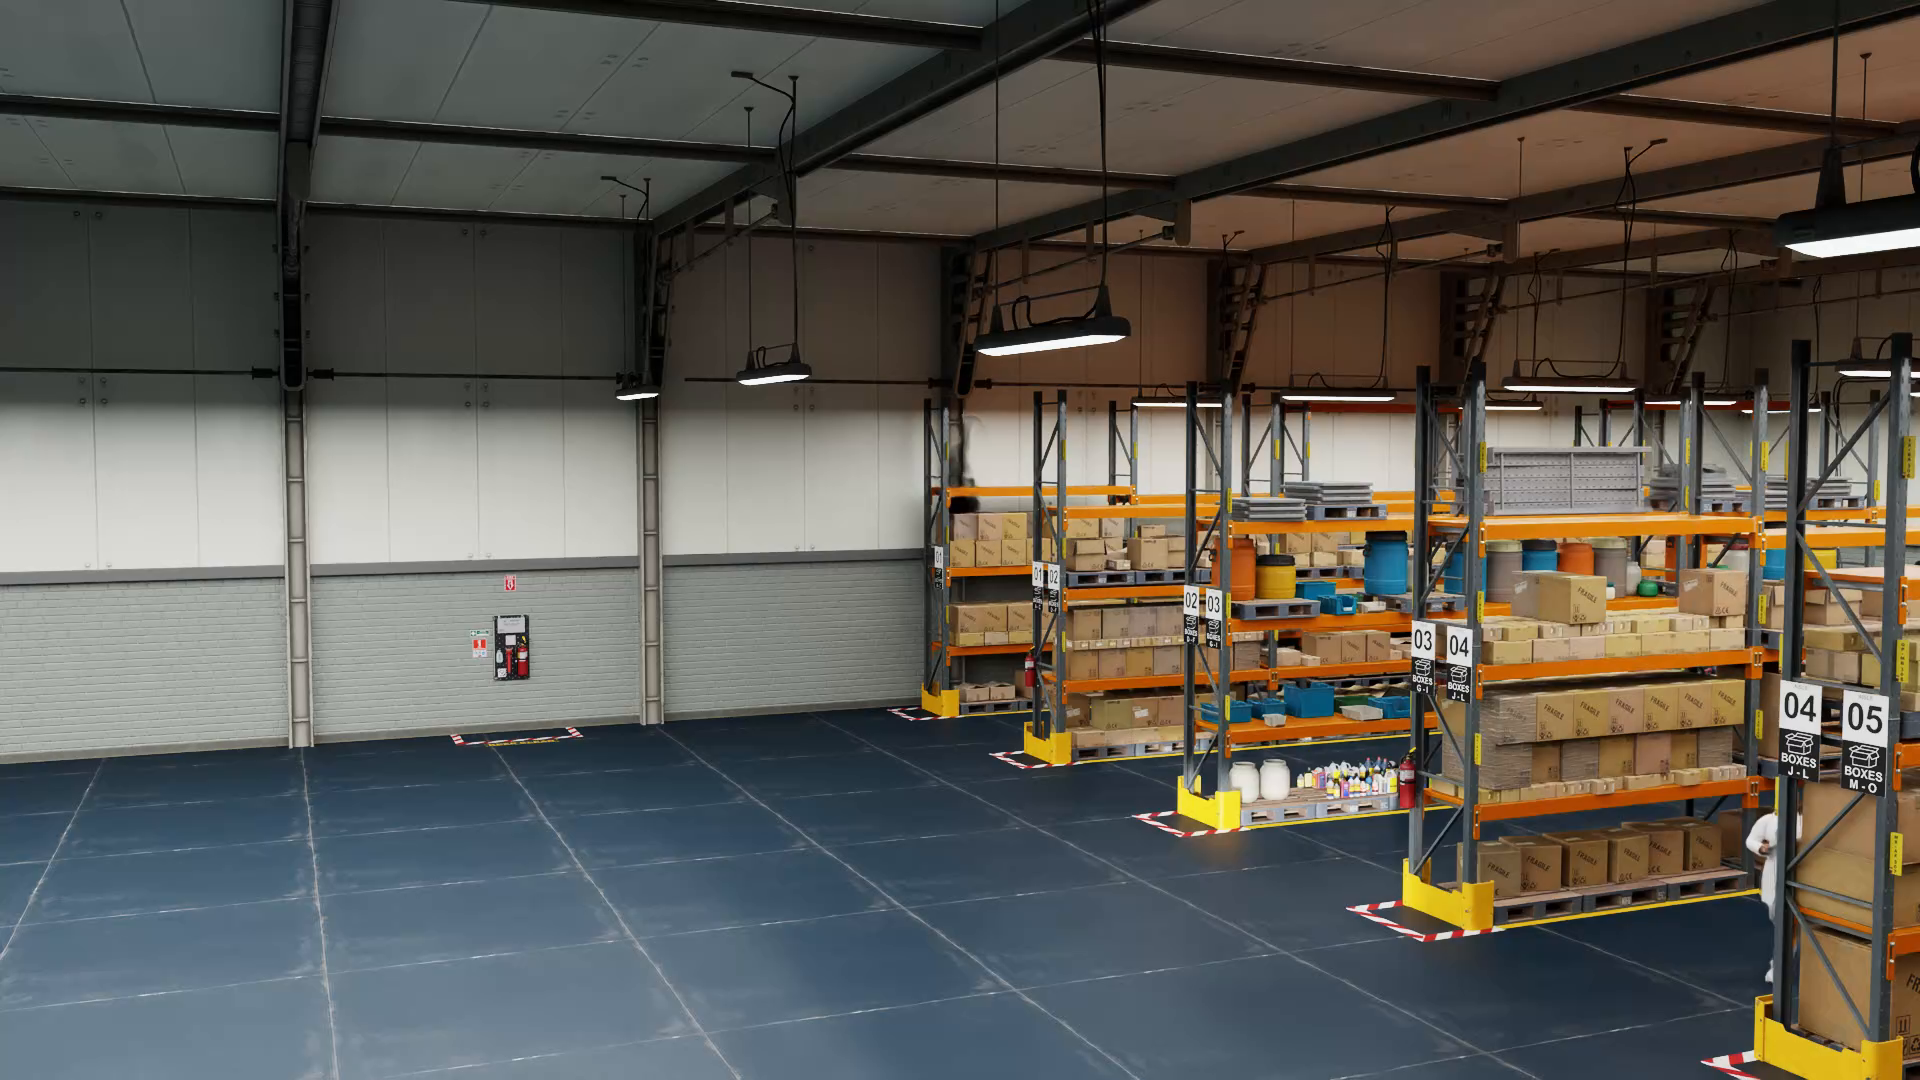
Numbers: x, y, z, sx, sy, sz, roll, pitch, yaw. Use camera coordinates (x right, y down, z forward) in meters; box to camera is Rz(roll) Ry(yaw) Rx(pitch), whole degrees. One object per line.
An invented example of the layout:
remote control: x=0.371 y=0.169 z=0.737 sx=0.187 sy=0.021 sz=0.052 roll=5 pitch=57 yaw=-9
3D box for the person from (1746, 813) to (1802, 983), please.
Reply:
person: x=17.978 y=2.526 z=18.579 sx=18.808 sy=3.100 sz=11.035 roll=-3 pitch=5 yaw=-44
